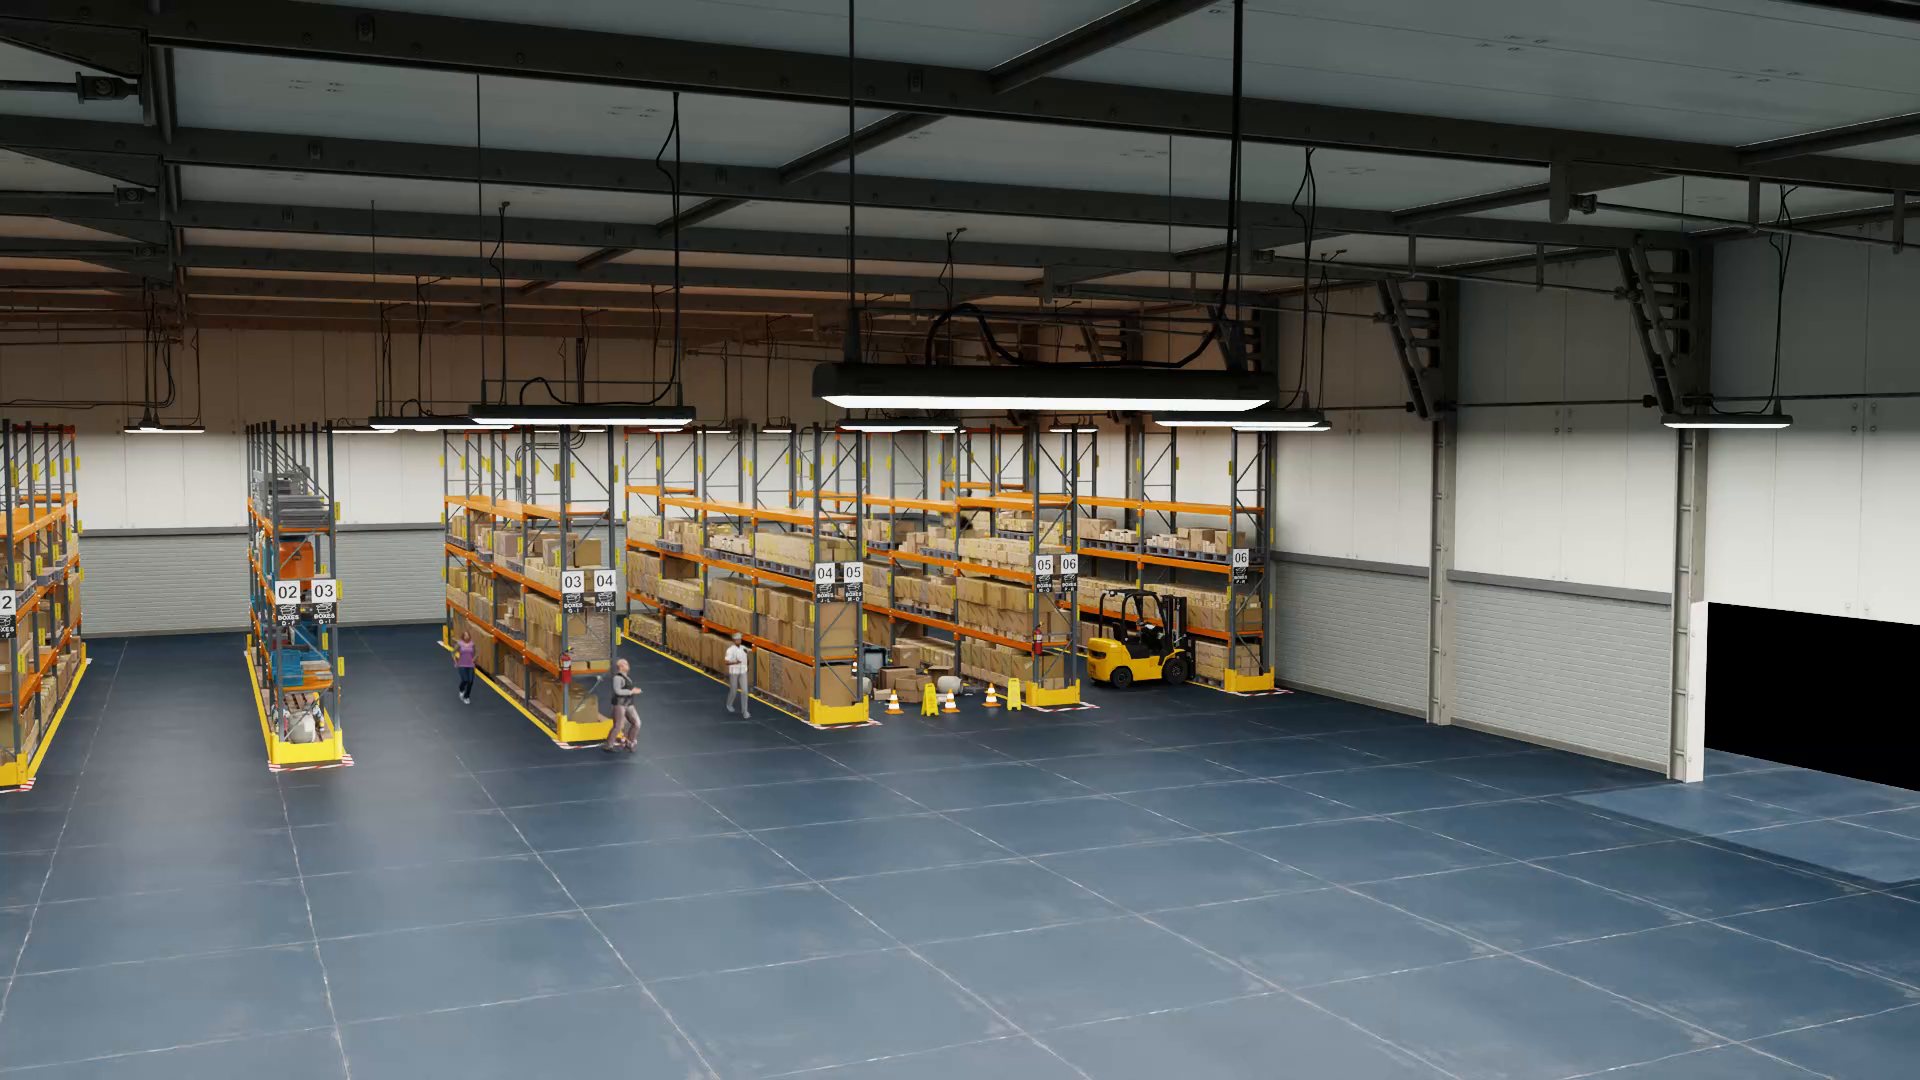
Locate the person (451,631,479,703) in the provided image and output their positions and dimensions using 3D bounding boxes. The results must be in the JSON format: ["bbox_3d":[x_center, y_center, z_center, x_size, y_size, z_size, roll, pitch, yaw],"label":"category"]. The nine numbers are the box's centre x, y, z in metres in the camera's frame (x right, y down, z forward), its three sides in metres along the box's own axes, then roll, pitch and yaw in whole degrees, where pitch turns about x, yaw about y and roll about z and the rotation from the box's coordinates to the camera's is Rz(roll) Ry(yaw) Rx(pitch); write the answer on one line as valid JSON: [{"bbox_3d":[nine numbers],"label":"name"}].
[{"bbox_3d":[-10.540,2.719,35.510,0.531,1.561,0.551,-2,4,-29],"label":"person"}]

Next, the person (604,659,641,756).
[{"bbox_3d":[-6.017,3.011,29.760,0.722,1.771,0.660,1,4,16],"label":"person"}]

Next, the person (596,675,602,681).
[{"bbox_3d":[-8.606,2.437,39.149,0.580,1.705,0.842,-2,4,-27],"label":"person"}]

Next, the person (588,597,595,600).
[{"bbox_3d":[-10.534,1.936,47.662,0.708,1.600,0.659,1,4,22],"label":"person"}]

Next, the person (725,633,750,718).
[{"bbox_3d":[-4.522,2.729,33.901,0.581,1.697,0.894,-2,4,-29],"label":"person"}]
